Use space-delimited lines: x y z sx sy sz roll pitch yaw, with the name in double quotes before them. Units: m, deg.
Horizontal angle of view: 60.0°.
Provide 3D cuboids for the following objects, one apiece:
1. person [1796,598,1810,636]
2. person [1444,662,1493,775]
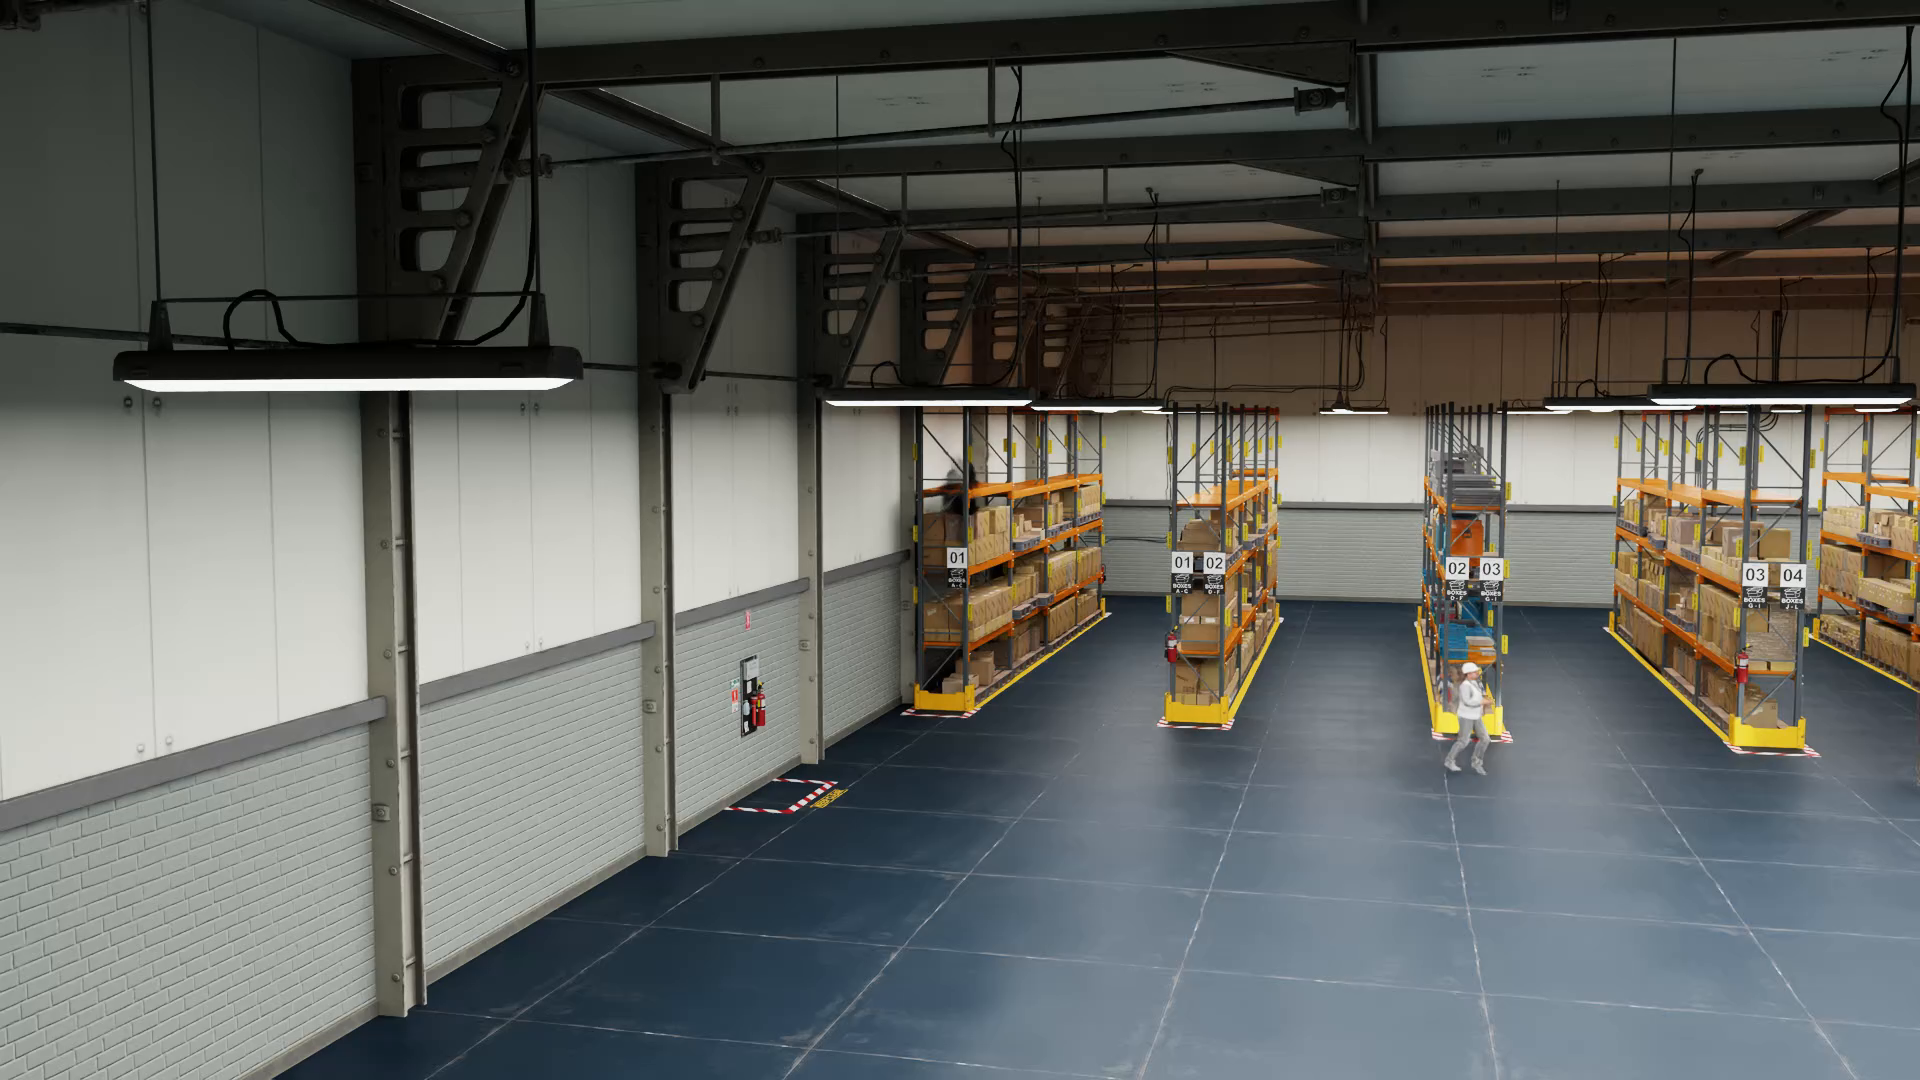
"person" 20.311 1.947 40.446 0.605 1.666 0.966 1 4 14
"person" 8.160 2.874 26.631 0.752 1.838 0.676 3 5 37
